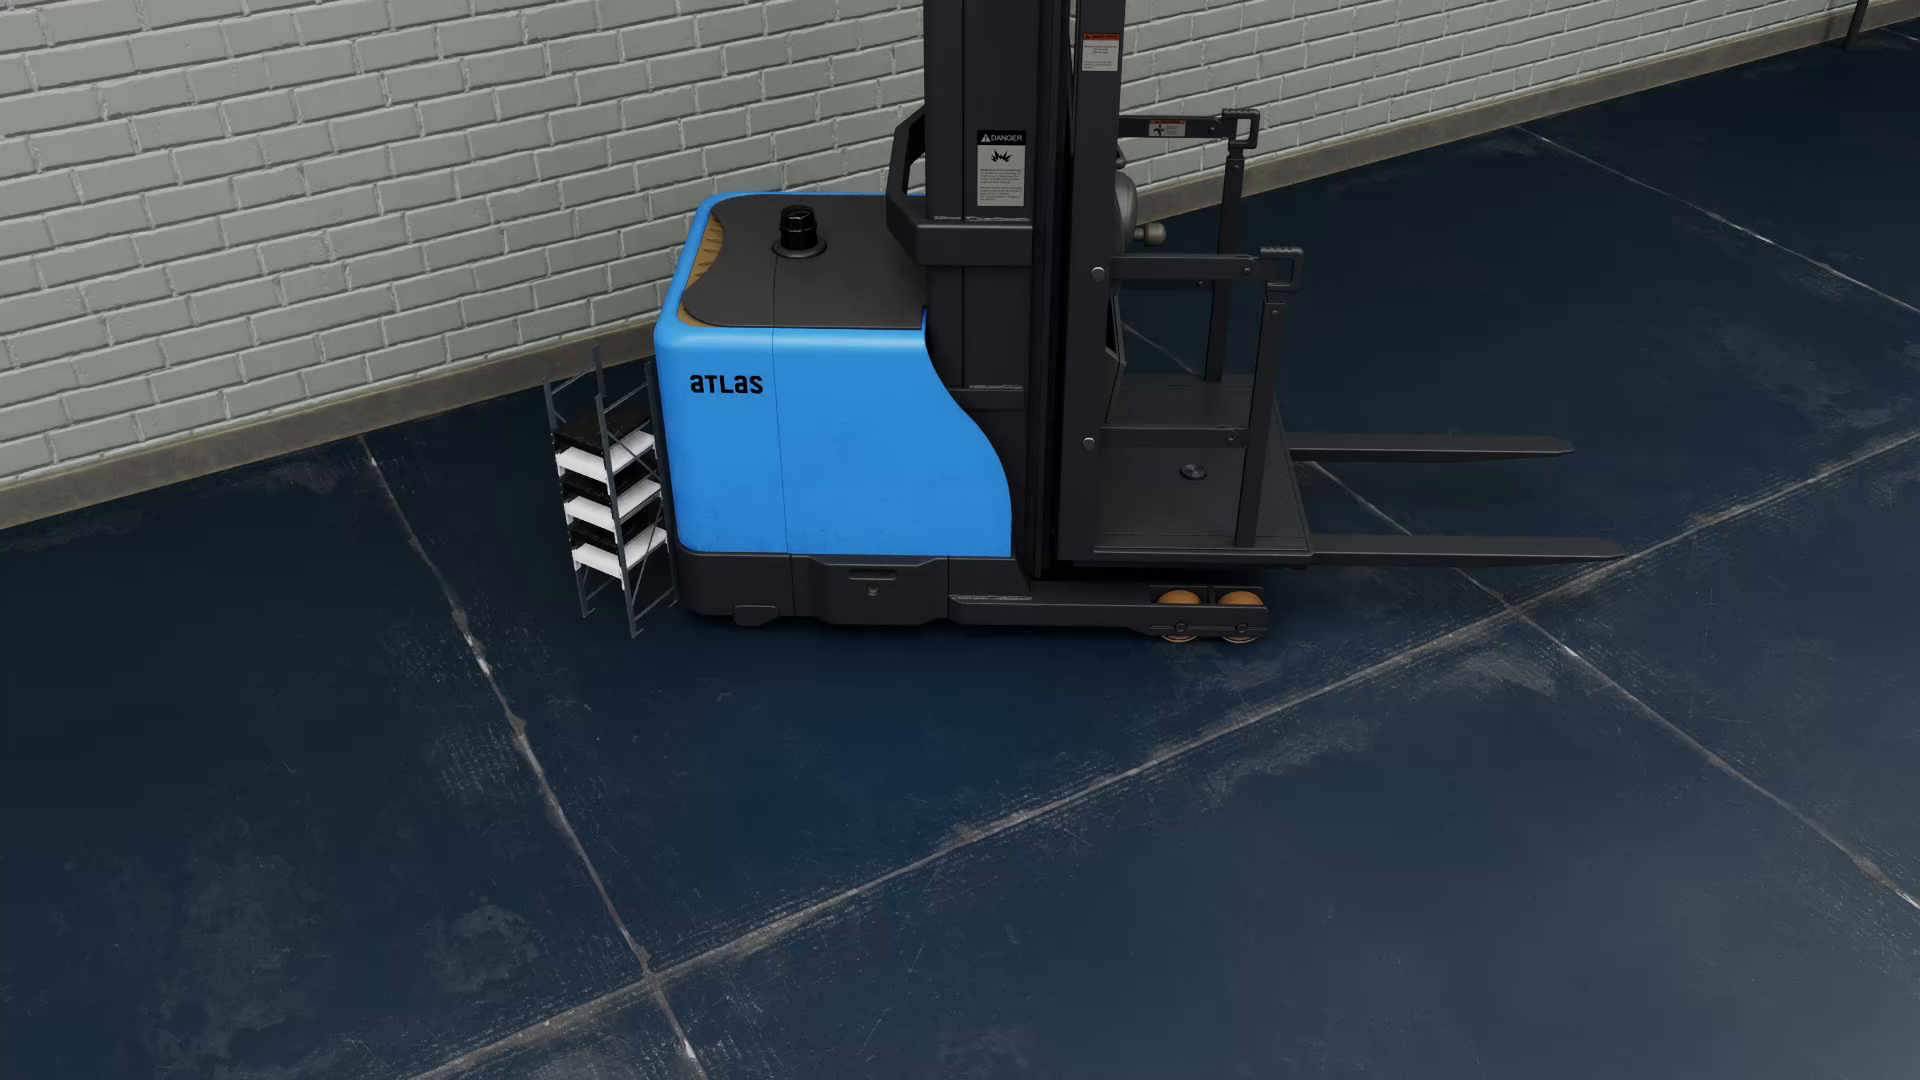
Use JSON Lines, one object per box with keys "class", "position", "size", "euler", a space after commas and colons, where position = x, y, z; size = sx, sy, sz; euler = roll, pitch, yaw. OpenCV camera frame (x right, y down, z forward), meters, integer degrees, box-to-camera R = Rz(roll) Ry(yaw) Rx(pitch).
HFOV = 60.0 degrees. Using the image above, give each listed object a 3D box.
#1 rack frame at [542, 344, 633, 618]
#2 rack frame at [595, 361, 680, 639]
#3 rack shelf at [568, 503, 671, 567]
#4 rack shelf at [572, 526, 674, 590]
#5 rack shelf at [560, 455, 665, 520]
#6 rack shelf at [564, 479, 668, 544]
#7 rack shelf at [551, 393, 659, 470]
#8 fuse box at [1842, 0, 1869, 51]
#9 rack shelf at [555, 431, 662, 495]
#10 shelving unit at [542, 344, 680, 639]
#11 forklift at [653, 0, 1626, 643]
{"class": "rack frame", "position": [-1.160, -0.170, 5.220], "size": [0.006, 0.900, 0.240], "euler": [20, 40, 25]}
{"class": "rack frame", "position": [-0.986, -0.108, 5.135], "size": [0.006, 0.900, 0.240], "euler": [20, 40, 25]}
{"class": "rack shelf", "position": [-1.073, -0.040, 5.251], "size": [0.200, 0.077, 0.258], "euler": [20, 40, 25]}
{"class": "rack shelf", "position": [-1.073, 0.033, 5.304], "size": [0.200, 0.077, 0.258], "euler": [20, 40, 25]}
{"class": "rack shelf", "position": [-1.073, -0.185, 5.144], "size": [0.200, 0.077, 0.258], "euler": [20, 40, 25]}
{"class": "rack shelf", "position": [-1.073, -0.112, 5.197], "size": [0.200, 0.077, 0.258], "euler": [20, 40, 25]}
{"class": "rack shelf", "position": [-1.073, -0.330, 5.038], "size": [0.200, 0.077, 0.258], "euler": [20, 40, 25]}
{"class": "fuse box", "position": [5.184, -3.528, 9.129], "size": [0.539, 1.711, 0.414], "euler": [-19, 40, -24]}
{"class": "rack shelf", "position": [-1.073, -0.258, 5.091], "size": [0.200, 0.077, 0.258], "euler": [20, 40, 25]}
{"class": "shelving unit", "position": [-1.073, -0.139, 5.178], "size": [0.210, 0.900, 0.258], "euler": [20, 40, 25]}
{"class": "forklift", "position": [0.623, -1.174, 4.873], "size": [3.031, 2.935, 1.130], "euler": [1, 36, 1]}
